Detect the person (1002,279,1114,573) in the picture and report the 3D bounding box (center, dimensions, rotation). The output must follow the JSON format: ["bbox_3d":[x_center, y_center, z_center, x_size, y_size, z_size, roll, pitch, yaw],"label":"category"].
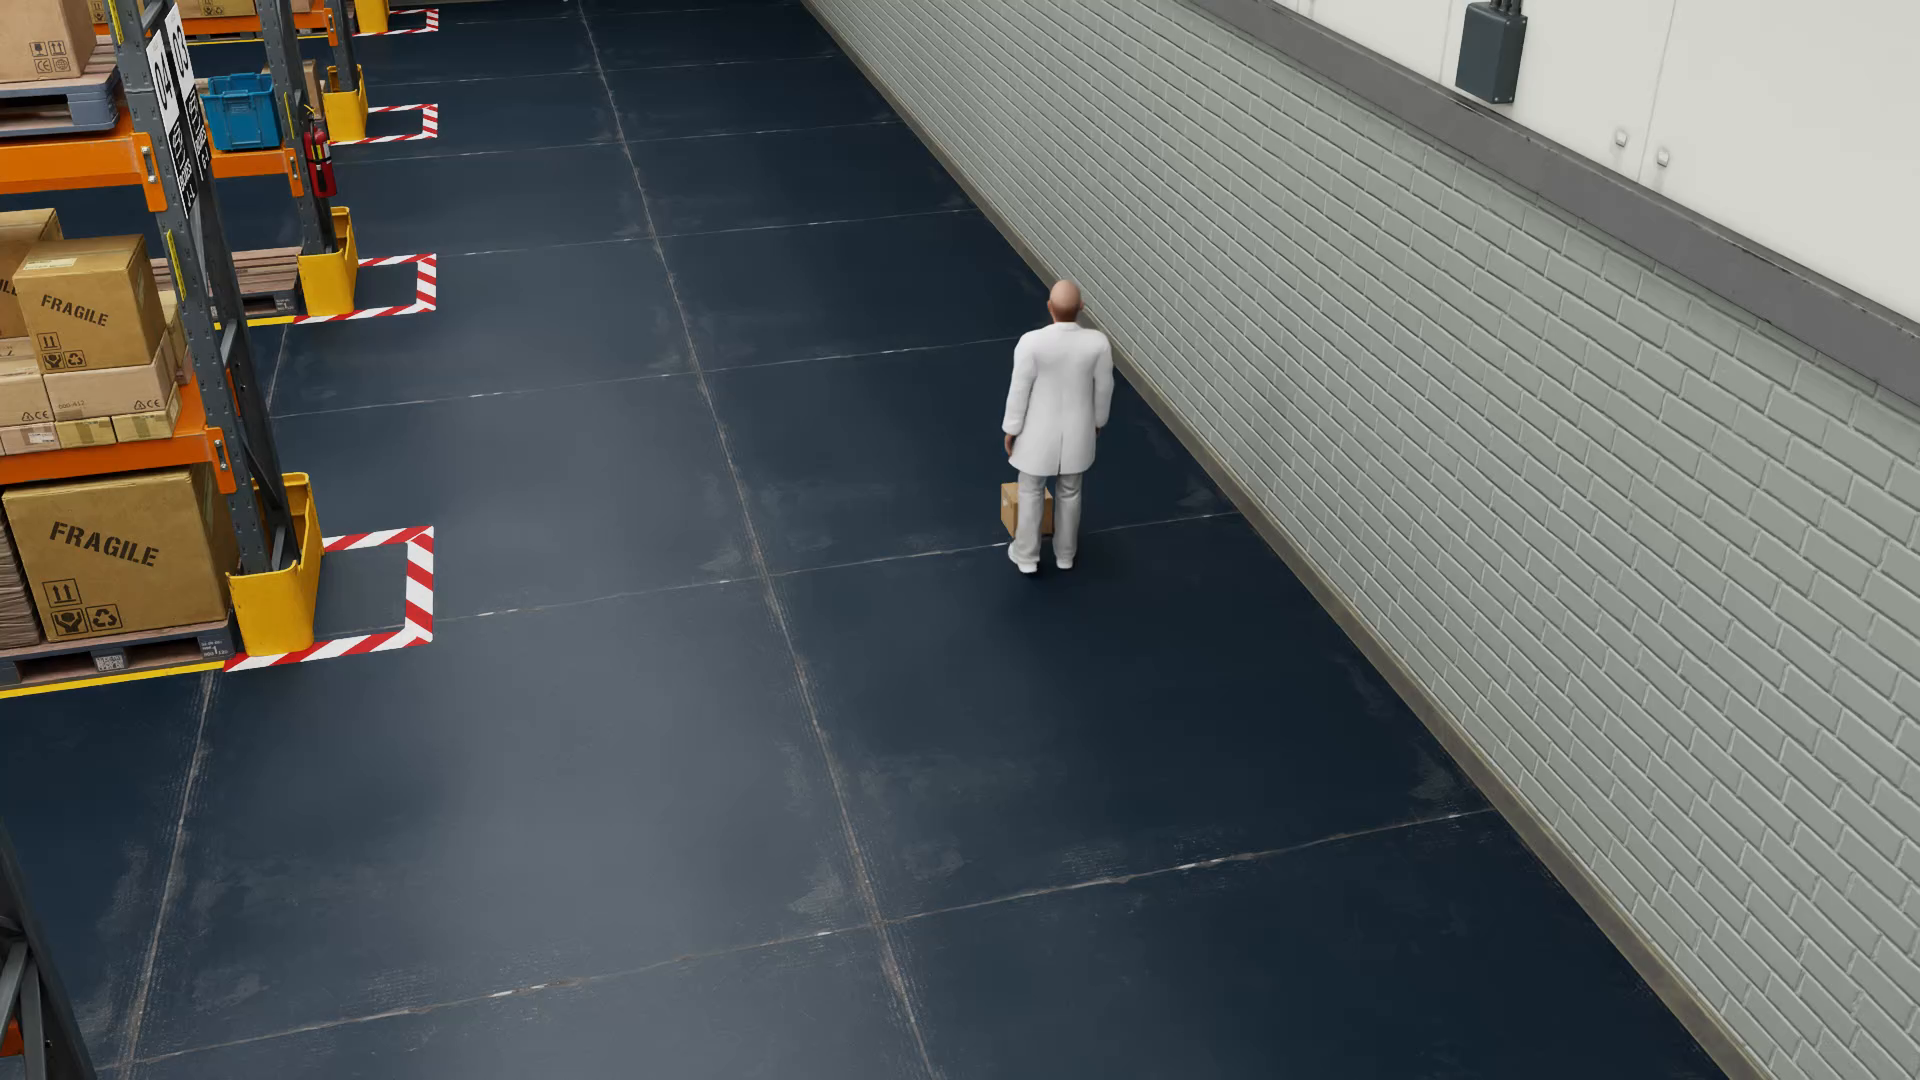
[{"bbox_3d":[0.526,-0.624,9.369,0.618,1.754,0.470,-5,30,-9],"label":"person"}]
